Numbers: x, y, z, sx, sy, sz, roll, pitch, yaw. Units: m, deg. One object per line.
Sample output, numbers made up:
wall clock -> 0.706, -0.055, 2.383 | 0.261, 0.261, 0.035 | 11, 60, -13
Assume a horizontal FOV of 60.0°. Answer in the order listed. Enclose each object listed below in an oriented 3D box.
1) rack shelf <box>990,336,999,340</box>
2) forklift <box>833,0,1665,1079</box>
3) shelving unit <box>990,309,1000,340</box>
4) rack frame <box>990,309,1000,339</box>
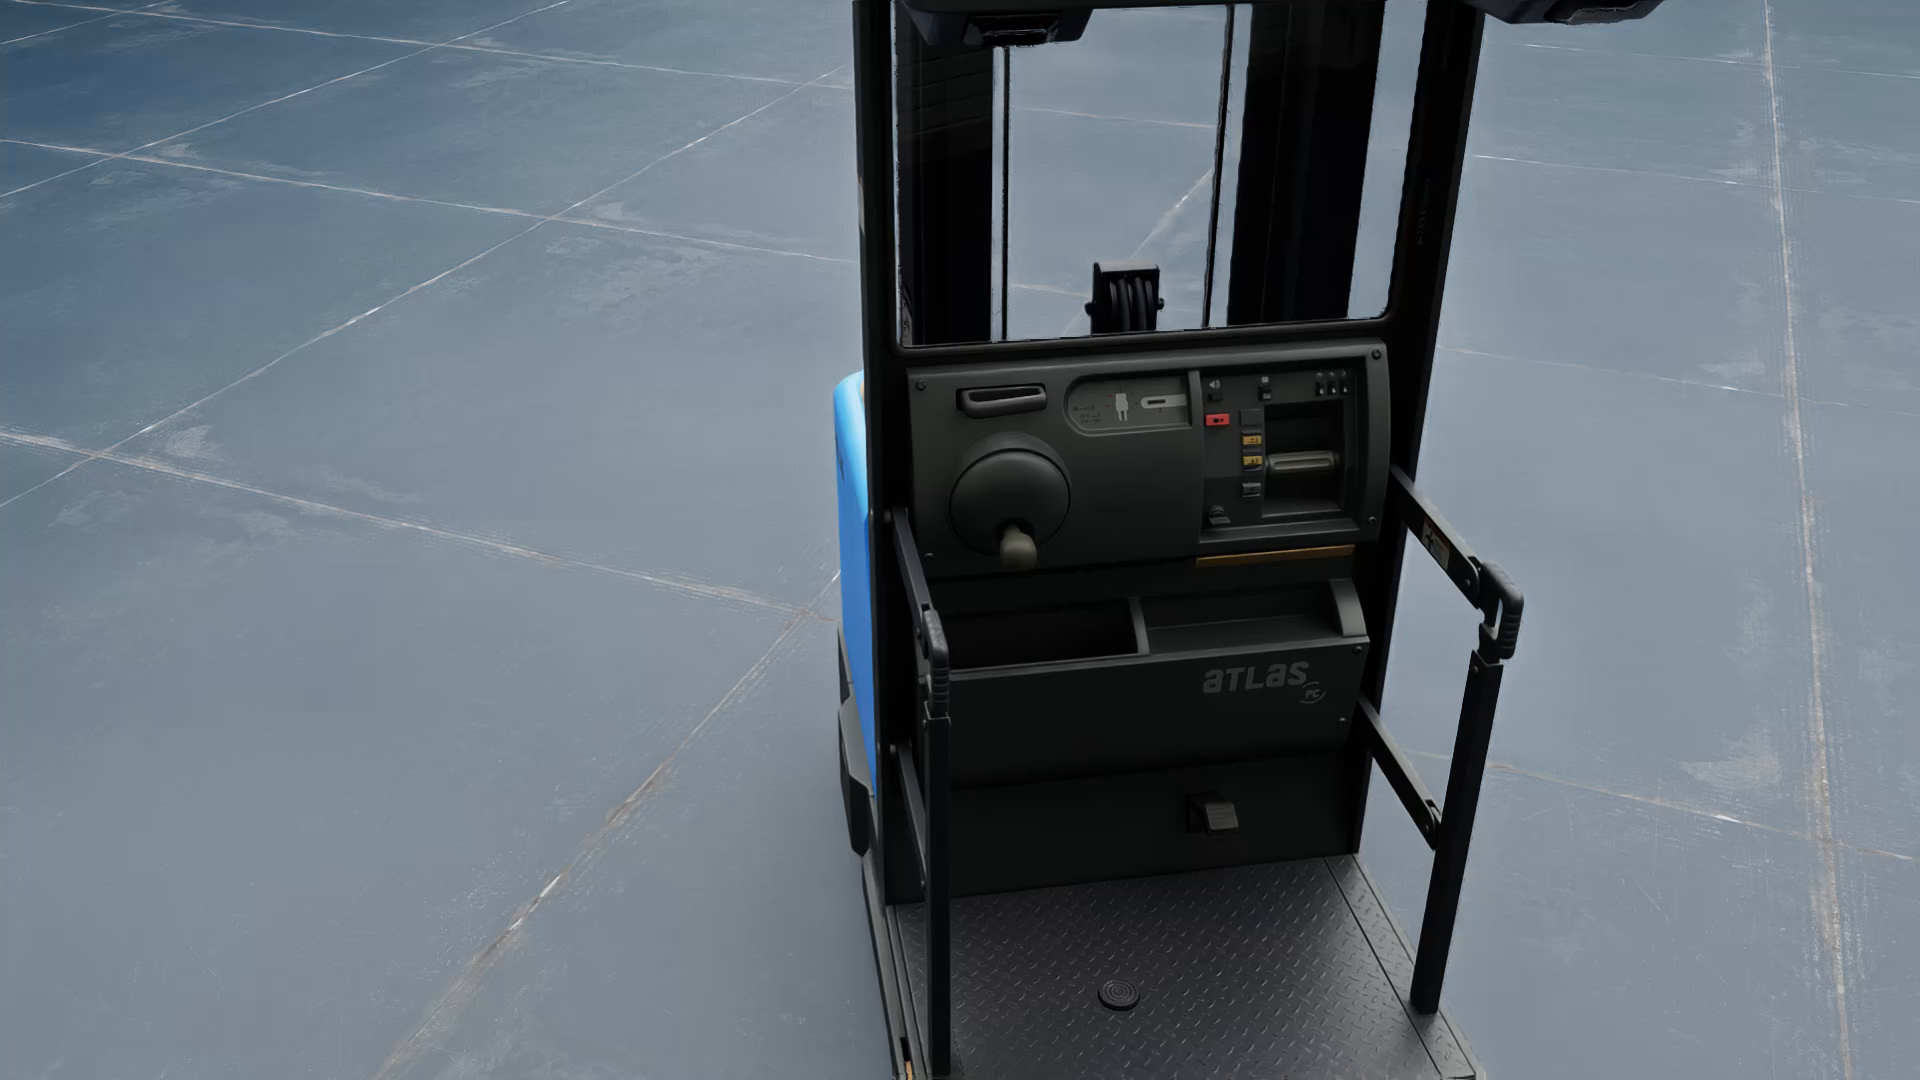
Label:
rack shelf -> 0.008, -0.596, 5.409 | 0.200, 0.077, 0.258 | 11, 31, 19
forklift -> 0.404, -0.113, 2.972 | 1.130, 2.935, 3.031 | -5, 30, -8
shelving unit -> 0.008, -0.390, 5.526 | 0.210, 0.900, 0.258 | 11, 31, 19
rack frame -> 0.102, -0.371, 5.493 | 0.006, 0.900, 0.240 | 11, 31, 19
